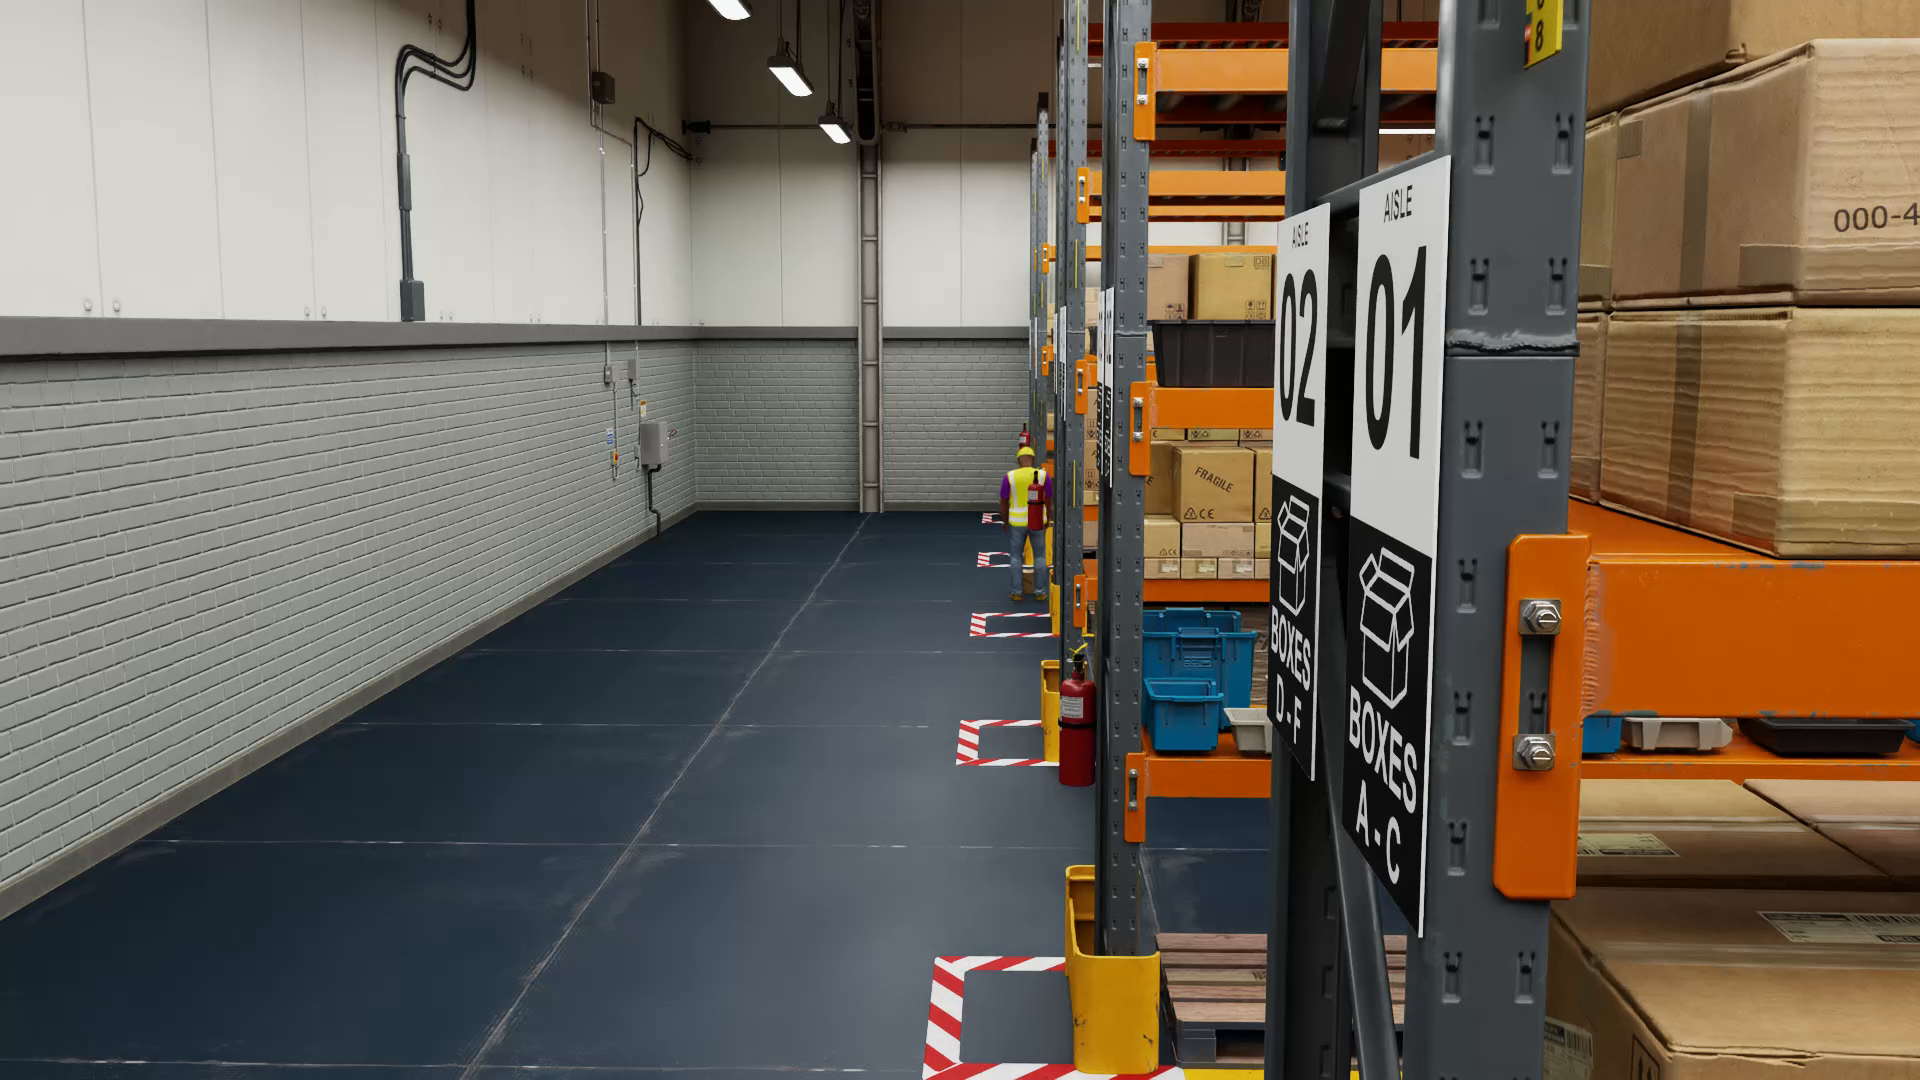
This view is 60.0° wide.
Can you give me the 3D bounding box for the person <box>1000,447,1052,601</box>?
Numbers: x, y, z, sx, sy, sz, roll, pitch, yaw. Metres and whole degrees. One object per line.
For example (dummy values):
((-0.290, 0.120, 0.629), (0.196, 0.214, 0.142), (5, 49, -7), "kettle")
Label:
((0.745, -0.183, 18.798), (0.588, 1.725, 0.437), (0, 7, 3), "person")
